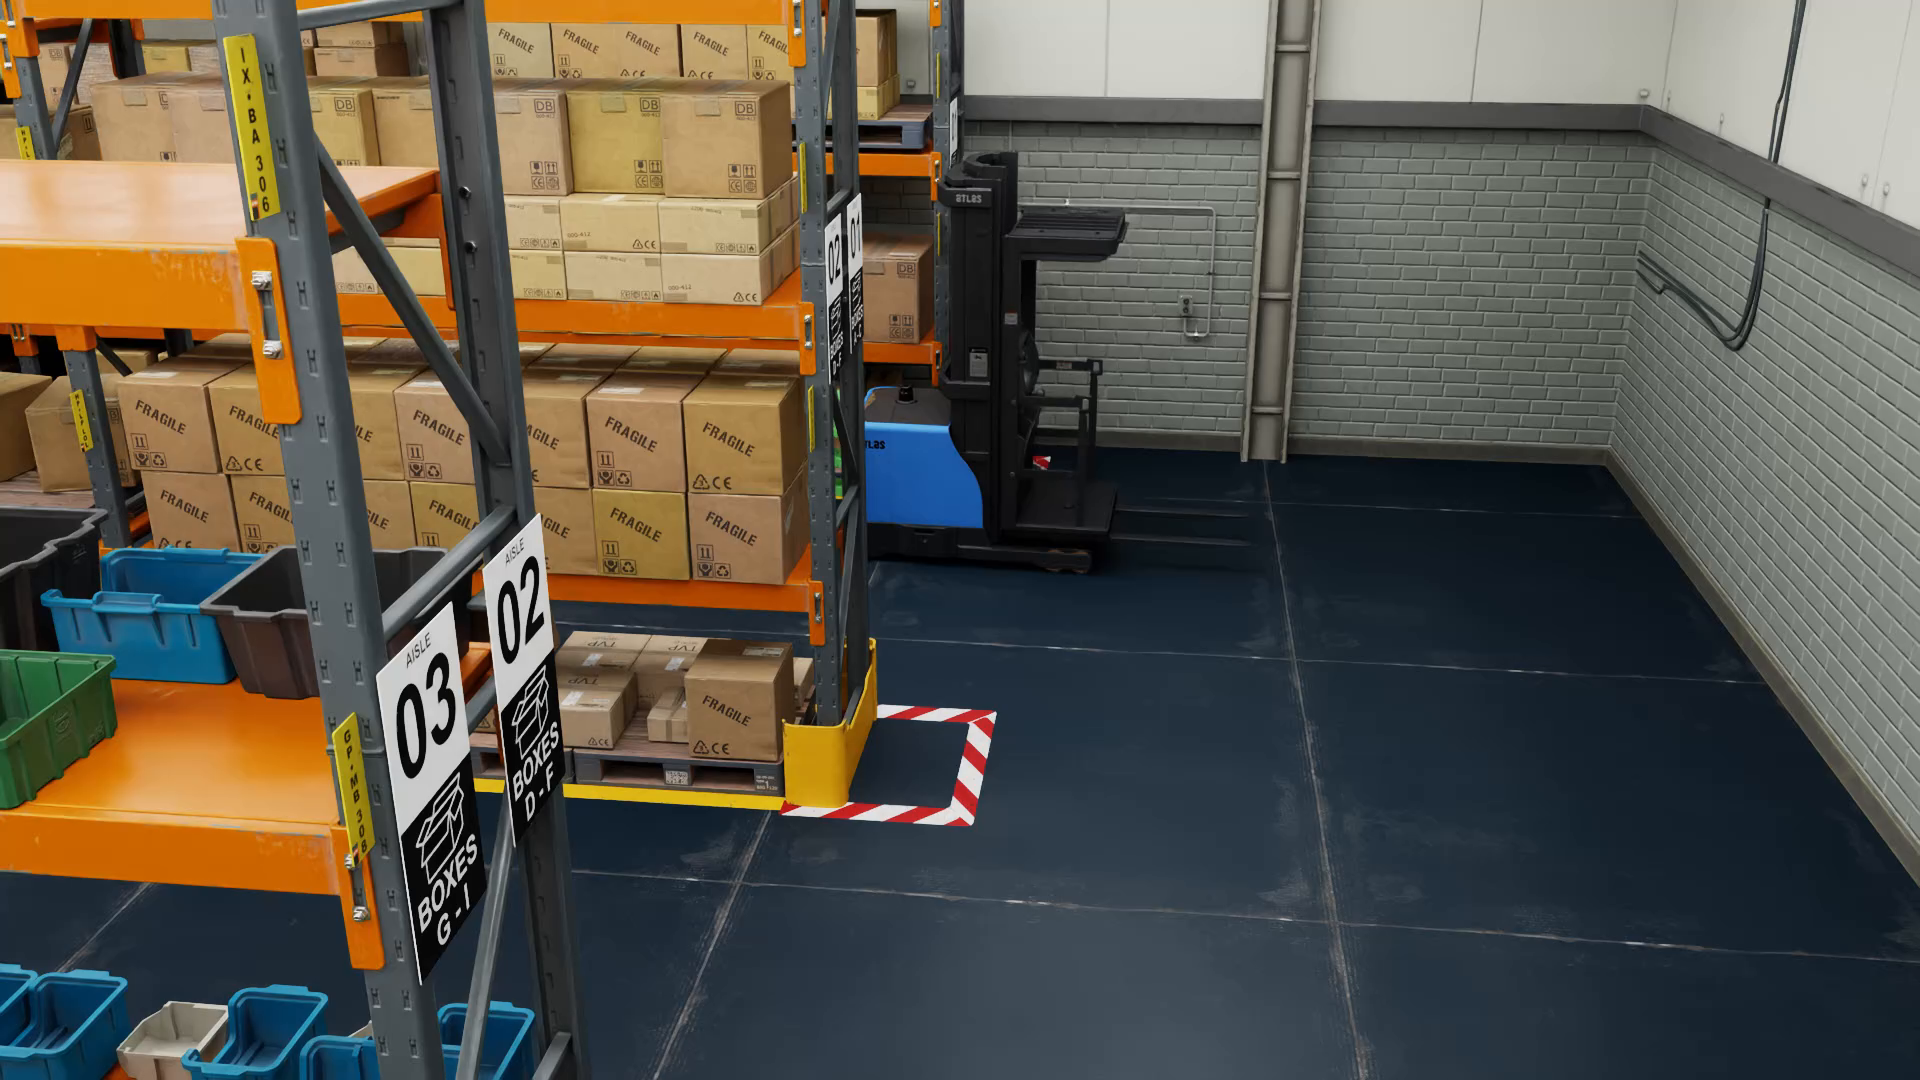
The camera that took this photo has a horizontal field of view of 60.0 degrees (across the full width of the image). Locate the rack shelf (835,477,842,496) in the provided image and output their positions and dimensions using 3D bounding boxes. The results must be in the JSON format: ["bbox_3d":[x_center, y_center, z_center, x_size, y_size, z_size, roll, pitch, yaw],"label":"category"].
[{"bbox_3d":[-1.050,-0.399,13.144,0.480,0.148,0.258,5,22,14],"label":"rack shelf"}]

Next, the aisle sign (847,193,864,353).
[{"bbox_3d":[-0.561,-1.440,8.967,0.004,0.787,0.394,2,22,6],"label":"aisle sign"}]

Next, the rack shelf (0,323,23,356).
[{"bbox_3d":[-10.015,-2.034,14.983,4.000,0.370,1.077,2,22,6],"label":"rack shelf"}]

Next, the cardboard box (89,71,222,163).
[{"bbox_3d":[-4.148,-2.200,8.848,0.500,0.500,0.700,2,22,6],"label":"cardboard box"}]

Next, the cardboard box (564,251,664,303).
[{"bbox_3d":[-1.700,-1.404,8.535,0.500,0.250,0.500,2,22,6],"label":"cardboard box"}]

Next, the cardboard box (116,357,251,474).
[{"bbox_3d":[-4.201,-0.689,9.106,0.500,0.500,0.500,3,22,8],"label":"cardboard box"}]

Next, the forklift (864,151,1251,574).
[{"bbox_3d":[0.694,-1.323,12.300,3.031,2.935,1.130,3,22,8],"label":"forklift"}]

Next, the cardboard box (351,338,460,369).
[{"bbox_3d":[-3.094,-0.841,9.492,0.500,0.500,0.500,3,22,7],"label":"cardboard box"}]

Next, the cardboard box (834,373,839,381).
[{"bbox_3d":[-1.147,-1.353,14.230,0.250,0.149,0.380,3,22,6],"label":"cardboard box"}]

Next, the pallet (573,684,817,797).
[{"bbox_3d":[-1.531,1.132,9.789,1.213,0.211,1.003,2,22,6],"label":"pallet"}]

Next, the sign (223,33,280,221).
[{"bbox_3d":[-1.299,-0.757,3.054,0.005,0.325,0.100,2,22,6],"label":"sign"}]

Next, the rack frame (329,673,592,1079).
[{"bbox_3d":[-1.250,1.681,4.608,0.127,3.000,1.000,2,22,6],"label":"rack frame"}]

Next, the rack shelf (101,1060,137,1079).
[{"bbox_3d":[-3.236,1.929,4.959,4.000,0.370,1.077,2,22,6],"label":"rack shelf"}]

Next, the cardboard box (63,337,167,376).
[{"bbox_3d":[-7.314,-1.398,14.749,0.750,0.750,0.750,2,22,6],"label":"cardboard box"}]

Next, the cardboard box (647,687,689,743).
[{"bbox_3d":[-1.624,1.002,9.581,0.250,0.166,0.380,2,22,6],"label":"cardboard box"}]

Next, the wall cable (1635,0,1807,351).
[{"bbox_3d":[5.490,-2.907,12.276,0.112,2.526,3.097,2,22,6],"label":"wall cable"}]

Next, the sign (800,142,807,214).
[{"bbox_3d":[-0.749,-1.732,7.957,0.005,0.325,0.100,2,22,6],"label":"sign"}]

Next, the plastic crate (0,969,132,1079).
[{"bbox_3d":[-2.764,1.543,5.103,0.300,0.233,0.416,2,22,6],"label":"plastic crate"}]

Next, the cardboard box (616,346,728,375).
[{"bbox_3d":[-1.593,-0.774,9.322,0.500,0.500,0.500,3,22,7],"label":"cardboard box"}]

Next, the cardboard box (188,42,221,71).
[{"bbox_3d":[-5.968,-3.879,13.857,0.500,0.500,0.700,2,22,6],"label":"cardboard box"}]

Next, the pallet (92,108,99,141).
[{"bbox_3d":[-7.383,-3.581,14.094,1.003,0.211,1.213,3,22,9],"label":"pallet"}]

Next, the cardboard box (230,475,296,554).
[{"bbox_3d":[-3.653,-0.204,9.241,0.500,0.500,0.500,3,22,7],"label":"cardboard box"}]

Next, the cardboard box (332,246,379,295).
[{"bbox_3d":[-3.190,-1.469,8.699,0.500,0.250,0.500,2,22,6],"label":"cardboard box"}]

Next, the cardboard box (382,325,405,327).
[{"bbox_3d":[-4.679,-1.915,14.018,0.250,0.149,0.380,3,22,7],"label":"cardboard box"}]

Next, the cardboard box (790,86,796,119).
[{"bbox_3d":[-1.360,-3.460,13.028,0.500,0.250,0.500,2,22,4],"label":"cardboard box"}]

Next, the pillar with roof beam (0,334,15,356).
[{"bbox_3d":[-9.725,-3.872,10.495,0.400,9.000,9.100,2,22,6],"label":"pillar with roof beam"}]

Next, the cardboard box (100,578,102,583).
[{"bbox_3d":[-5.619,0.529,10.324,0.500,0.500,0.500,3,22,7],"label":"cardboard box"}]

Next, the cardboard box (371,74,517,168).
[{"bbox_3d":[-2.657,-2.141,8.699,0.500,0.500,0.700,2,22,6],"label":"cardboard box"}]

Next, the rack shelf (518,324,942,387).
[{"bbox_3d":[-2.070,-1.688,14.108,4.000,0.370,1.077,2,22,6],"label":"rack shelf"}]

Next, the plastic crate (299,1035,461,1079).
[{"bbox_3d":[-1.605,1.691,4.454,0.499,0.435,0.616,2,22,6],"label":"plastic crate"}]

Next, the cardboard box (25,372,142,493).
[{"bbox_3d":[-5.080,-0.644,9.782,0.500,0.500,0.700,-5,22,-12],"label":"cardboard box"}]

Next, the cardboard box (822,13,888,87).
[{"bbox_3d":[-0.843,-3.784,12.828,0.500,0.500,0.500,2,22,6],"label":"cardboard box"}]

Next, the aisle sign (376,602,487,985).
[{"bbox_3d":[-1.213,0.582,3.851,0.004,0.787,0.394,2,22,6],"label":"aisle sign"}]

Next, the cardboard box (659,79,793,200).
[{"bbox_3d":[-1.176,-2.050,8.469,0.500,0.500,0.700,2,22,6],"label":"cardboard box"}]

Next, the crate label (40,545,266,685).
[{"bbox_3d":[-2.128,0.197,4.483,0.502,0.251,0.408,2,22,6],"label":"crate label"}]

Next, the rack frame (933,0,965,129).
[{"bbox_3d":[-0.084,-4.726,12.654,0.127,3.000,1.000,2,22,6],"label":"rack frame"}]

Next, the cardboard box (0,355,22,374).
[{"bbox_3d":[-8.750,-1.336,15.042,0.500,0.500,0.700,3,22,7],"label":"cardboard box"}]

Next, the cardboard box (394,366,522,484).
[{"bbox_3d":[-2.665,-0.622,8.937,0.500,0.500,0.500,3,22,8],"label":"cardboard box"}]

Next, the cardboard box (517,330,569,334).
[{"bbox_3d":[-3.520,-2.219,14.065,0.700,0.700,0.980,3,22,7],"label":"cardboard box"}]

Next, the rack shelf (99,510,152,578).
[{"bbox_3d":[-6.622,-0.052,9.971,4.000,0.370,1.077,2,22,6],"label":"rack shelf"}]

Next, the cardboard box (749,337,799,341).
[{"bbox_3d":[-1.316,-2.121,13.818,0.700,0.700,0.980,2,22,6],"label":"cardboard box"}]

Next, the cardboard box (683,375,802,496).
[{"bbox_3d":[-1.138,-0.558,8.774,0.500,0.500,0.500,2,22,6],"label":"cardboard box"}]

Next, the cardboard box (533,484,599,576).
[{"bbox_3d":[-2.151,-0.138,9.074,0.500,0.500,0.500,3,22,7],"label":"cardboard box"}]

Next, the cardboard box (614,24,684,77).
[{"bbox_3d":[-2.379,-3.852,13.001,0.500,0.500,0.500,3,22,7],"label":"cardboard box"}]

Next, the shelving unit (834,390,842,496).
[{"bbox_3d":[-1.050,-0.682,13.032,0.503,1.200,0.258,5,22,14],"label":"shelving unit"}]

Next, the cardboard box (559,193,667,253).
[{"bbox_3d":[-1.700,-1.636,8.441,0.500,0.250,0.500,2,22,6],"label":"cardboard box"}]

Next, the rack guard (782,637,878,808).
[{"bbox_3d":[-0.739,1.032,9.650,0.348,0.500,1.175,2,22,6],"label":"rack guard"}]

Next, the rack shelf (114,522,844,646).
[{"bbox_3d":[-2.650,0.121,9.533,4.000,0.370,1.077,2,22,6],"label":"rack shelf"}]

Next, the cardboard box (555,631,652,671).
[{"bbox_3d":[-2.163,0.777,10.037,0.500,0.250,0.500,2,22,6],"label":"cardboard box"}]

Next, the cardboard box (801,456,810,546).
[{"bbox_3d":[-1.073,-0.289,9.455,0.500,0.500,0.500,3,22,7],"label":"cardboard box"}]

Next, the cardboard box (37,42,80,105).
[{"bbox_3d":[-7.550,-3.928,13.983,0.500,0.500,0.700,1,22,2],"label":"cardboard box"}]

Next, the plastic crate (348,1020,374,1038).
[{"bbox_3d":[-1.766,1.601,5.088,0.298,0.136,0.250,2,22,6],"label":"plastic crate"}]

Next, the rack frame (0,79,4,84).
[{"bbox_3d":[-8.029,-5.072,13.529,0.127,3.000,1.000,2,22,6],"label":"rack frame"}]
